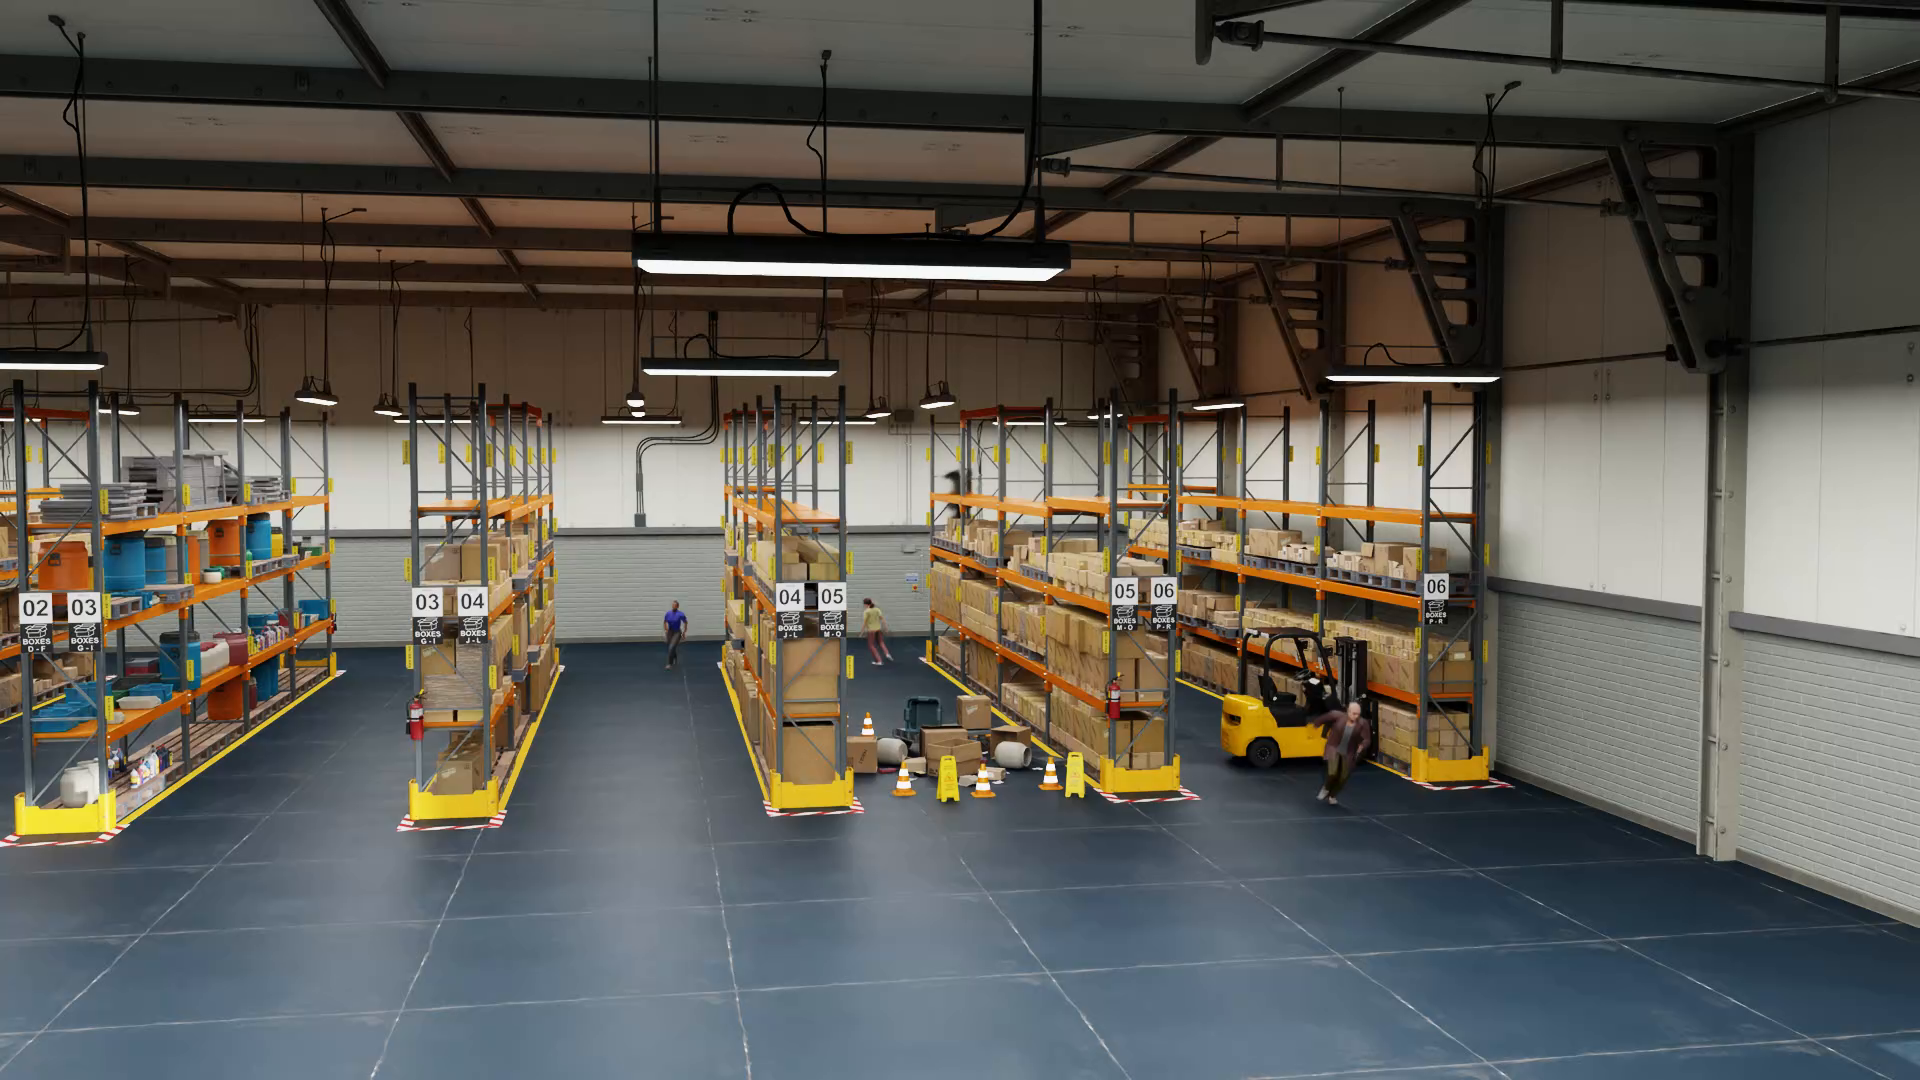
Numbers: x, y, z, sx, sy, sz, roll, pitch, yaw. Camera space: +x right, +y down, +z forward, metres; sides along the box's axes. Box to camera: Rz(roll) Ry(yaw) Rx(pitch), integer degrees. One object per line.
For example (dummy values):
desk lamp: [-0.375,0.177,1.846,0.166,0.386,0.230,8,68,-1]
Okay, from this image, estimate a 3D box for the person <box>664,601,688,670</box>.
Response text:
person: [-6.674,2.274,39.188,0.583,1.517,0.653,1,3,17]

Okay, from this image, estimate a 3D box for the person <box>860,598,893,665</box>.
person: [-1.998,2.185,39.681,0.724,1.596,0.612,-2,4,-36]

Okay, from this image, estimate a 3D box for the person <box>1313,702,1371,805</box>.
person: [5.431,3.027,23.559,0.713,1.544,1.040,0,3,0]
